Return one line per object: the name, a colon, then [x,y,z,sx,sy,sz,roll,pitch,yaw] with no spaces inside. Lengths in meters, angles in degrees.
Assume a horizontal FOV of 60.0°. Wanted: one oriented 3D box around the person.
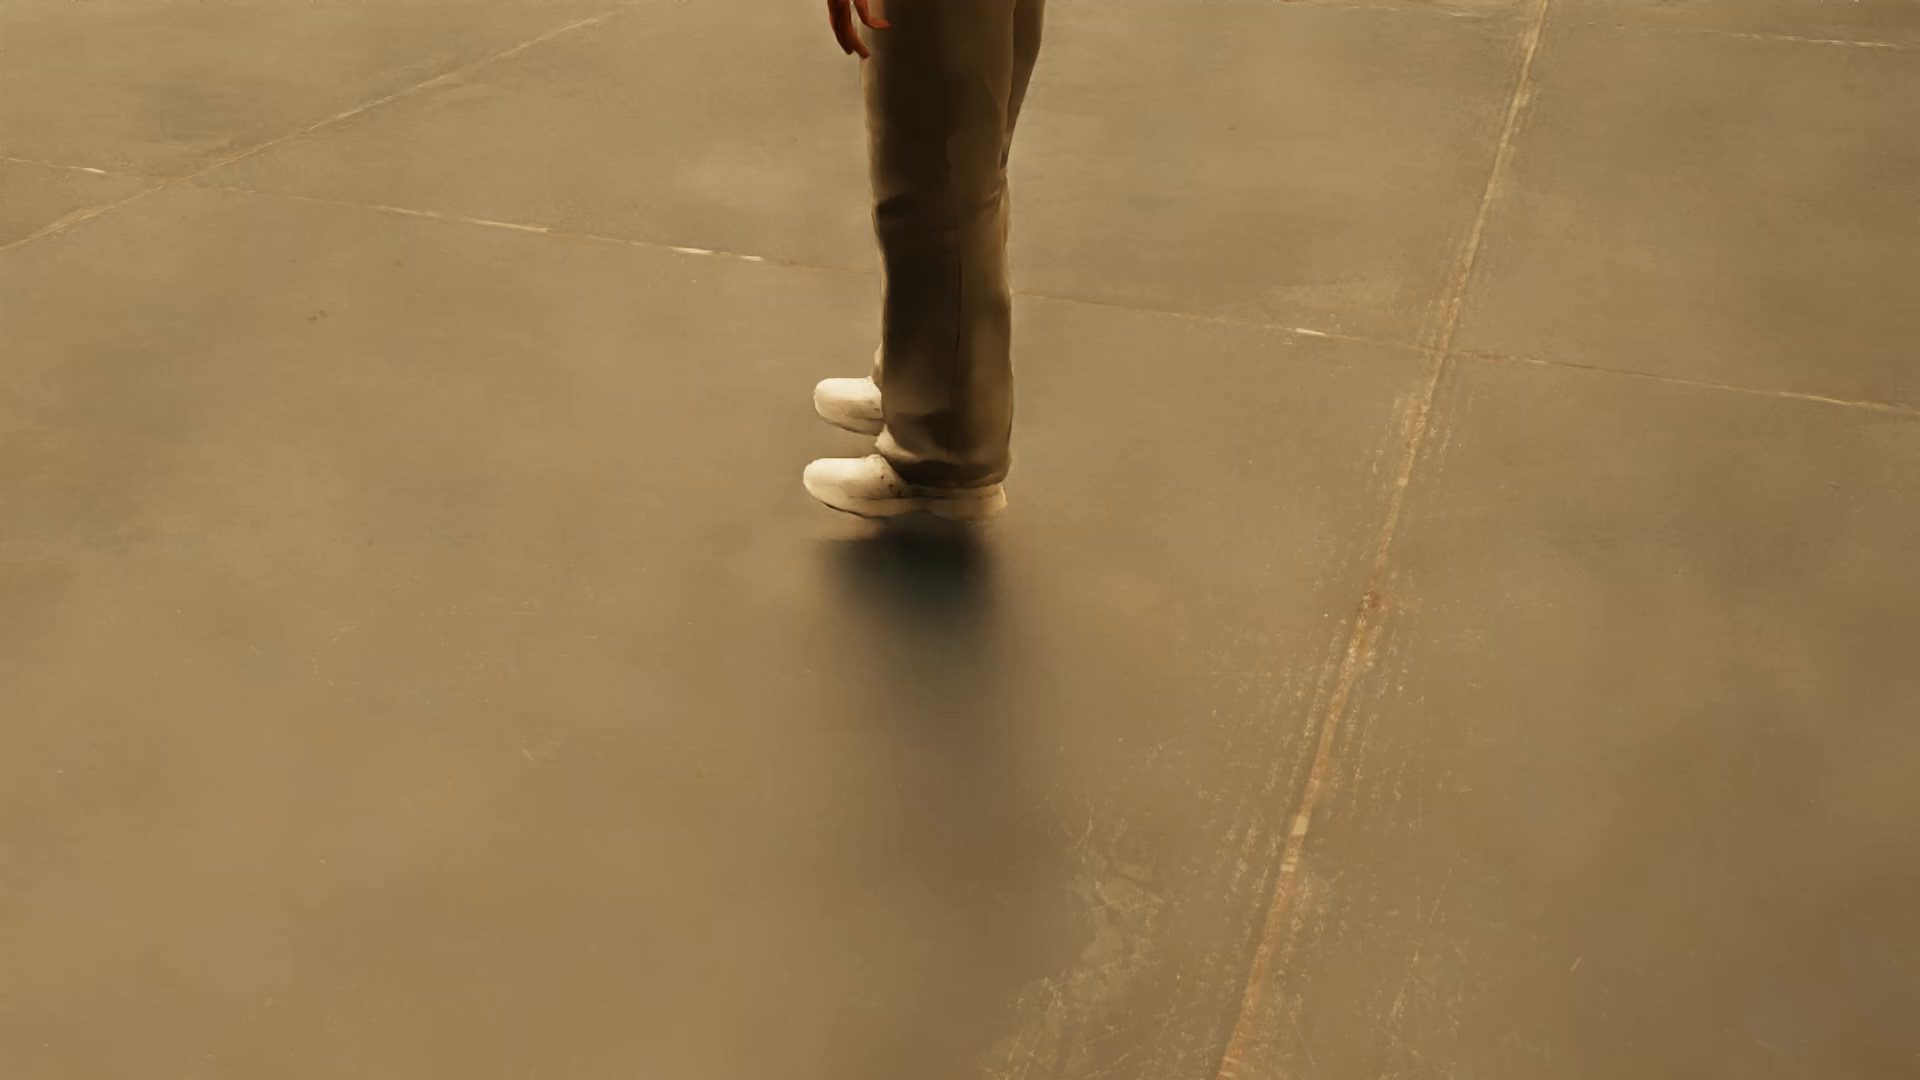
person: [-0.064,-0.783,2.099,0.549,1.662,0.550,10,31,18]
